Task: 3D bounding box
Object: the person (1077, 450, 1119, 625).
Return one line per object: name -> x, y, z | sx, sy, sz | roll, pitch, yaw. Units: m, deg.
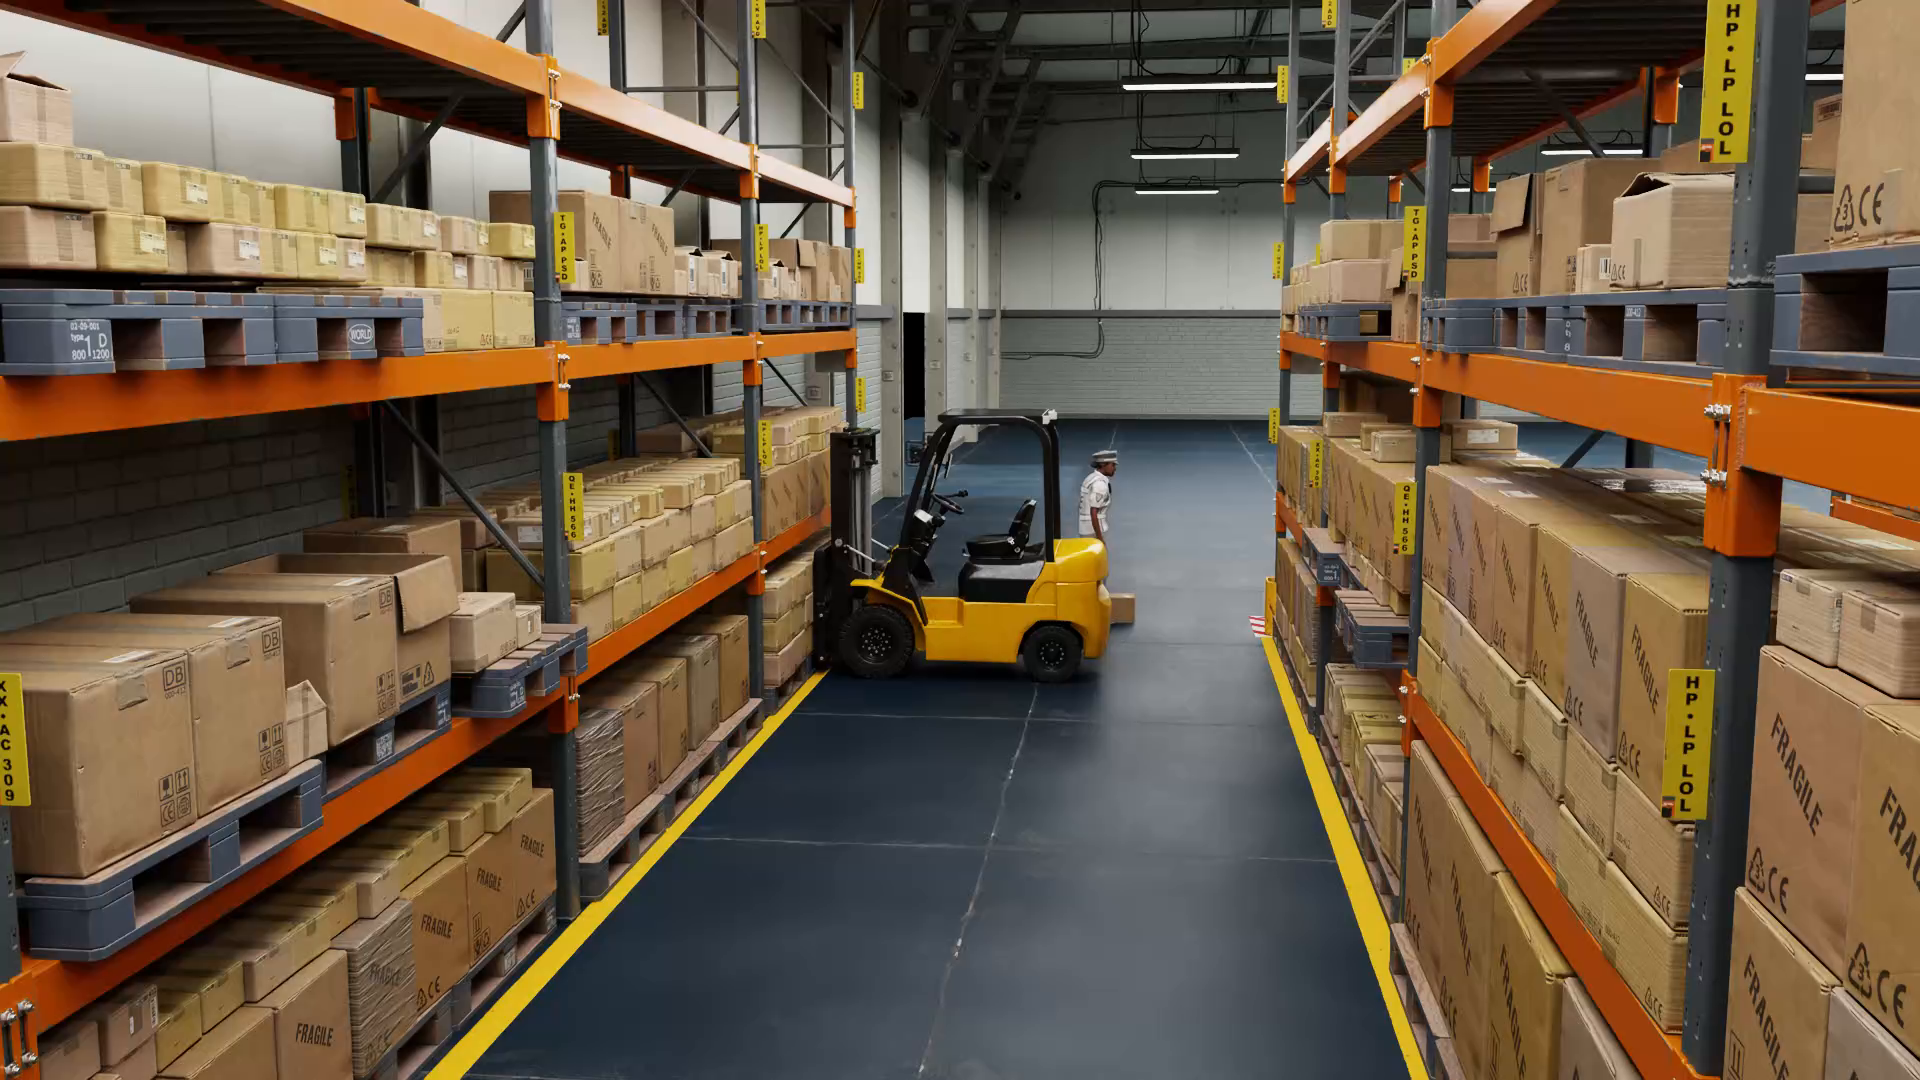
person -> 1.332, -0.036, 16.072 | 0.395, 1.658, 0.522 | 0, 8, 3
